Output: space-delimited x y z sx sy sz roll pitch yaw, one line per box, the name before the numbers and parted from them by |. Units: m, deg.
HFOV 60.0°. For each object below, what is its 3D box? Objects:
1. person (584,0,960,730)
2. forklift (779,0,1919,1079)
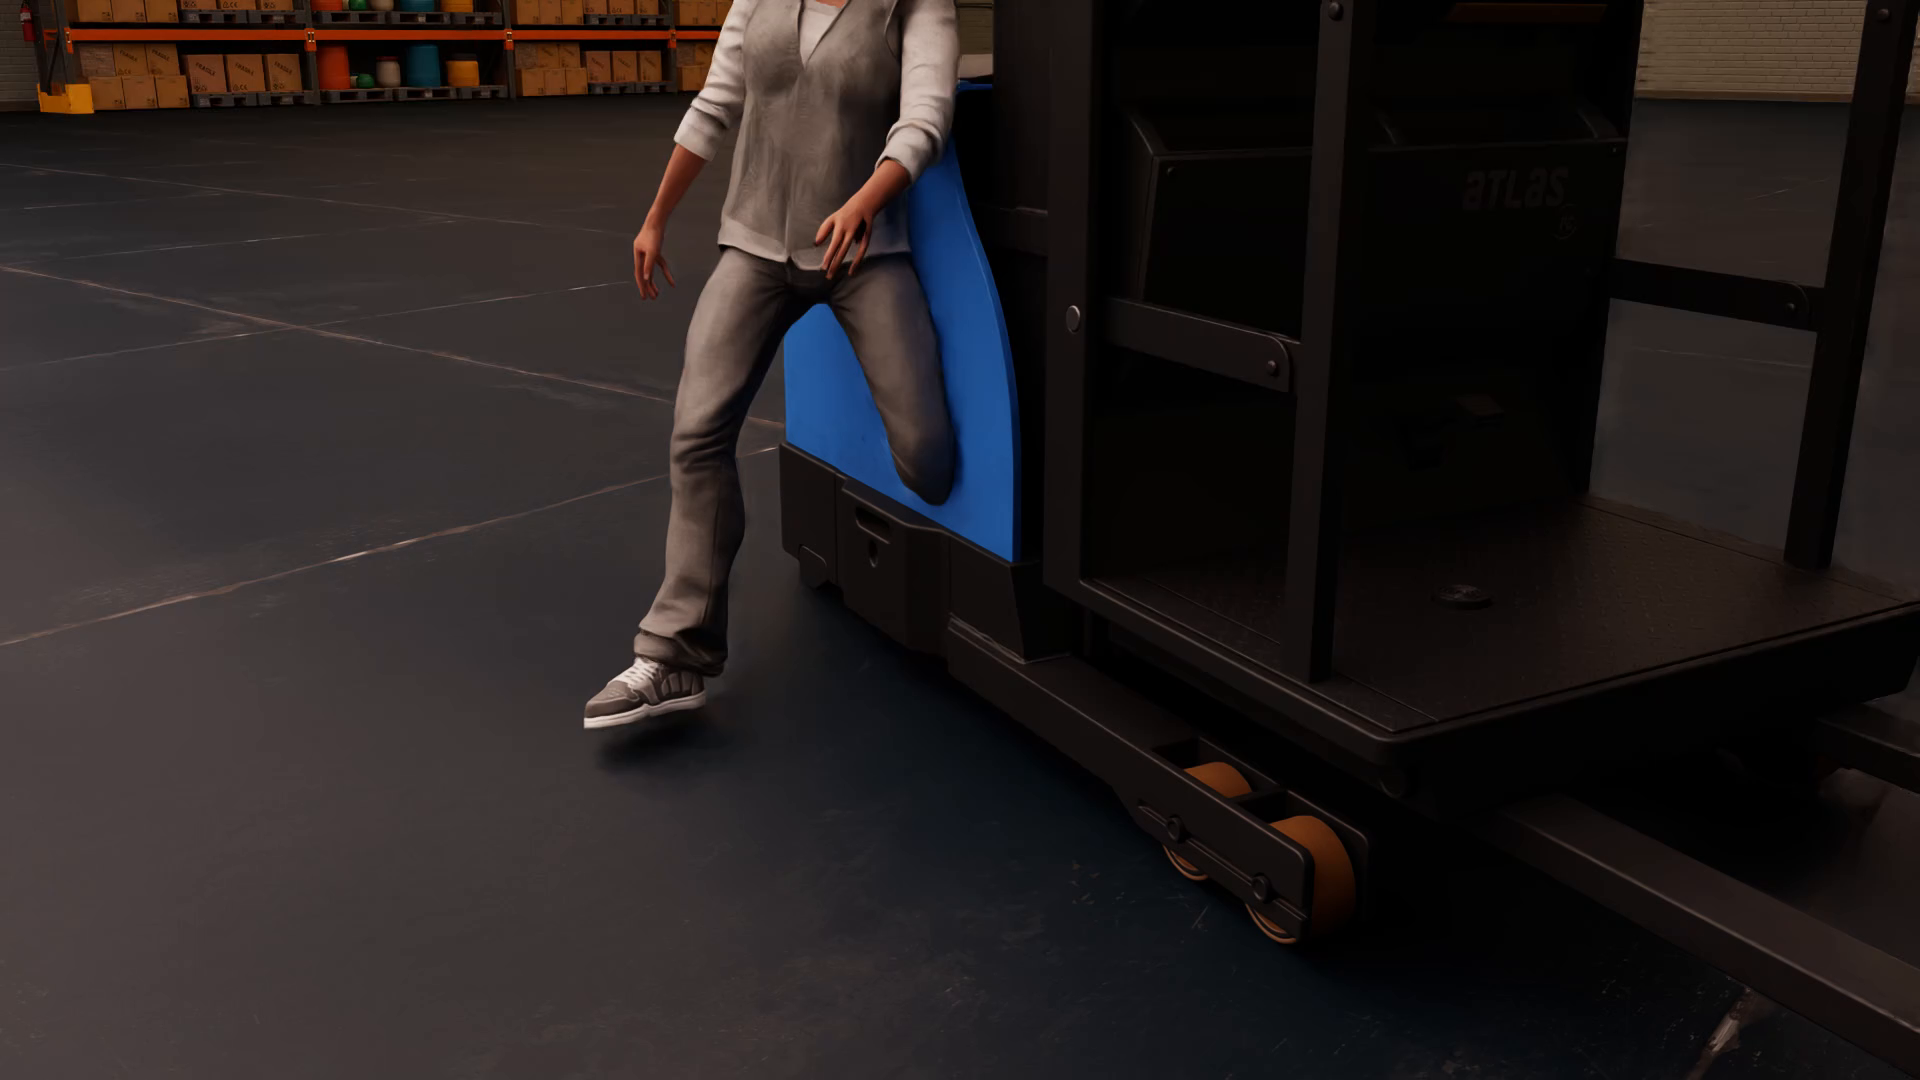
person | -0.278 -0.456 2.823 0.679 1.482 0.782 4 17 14
forklift | 0.751 -1.020 2.256 1.130 2.935 3.031 -9 19 -27
